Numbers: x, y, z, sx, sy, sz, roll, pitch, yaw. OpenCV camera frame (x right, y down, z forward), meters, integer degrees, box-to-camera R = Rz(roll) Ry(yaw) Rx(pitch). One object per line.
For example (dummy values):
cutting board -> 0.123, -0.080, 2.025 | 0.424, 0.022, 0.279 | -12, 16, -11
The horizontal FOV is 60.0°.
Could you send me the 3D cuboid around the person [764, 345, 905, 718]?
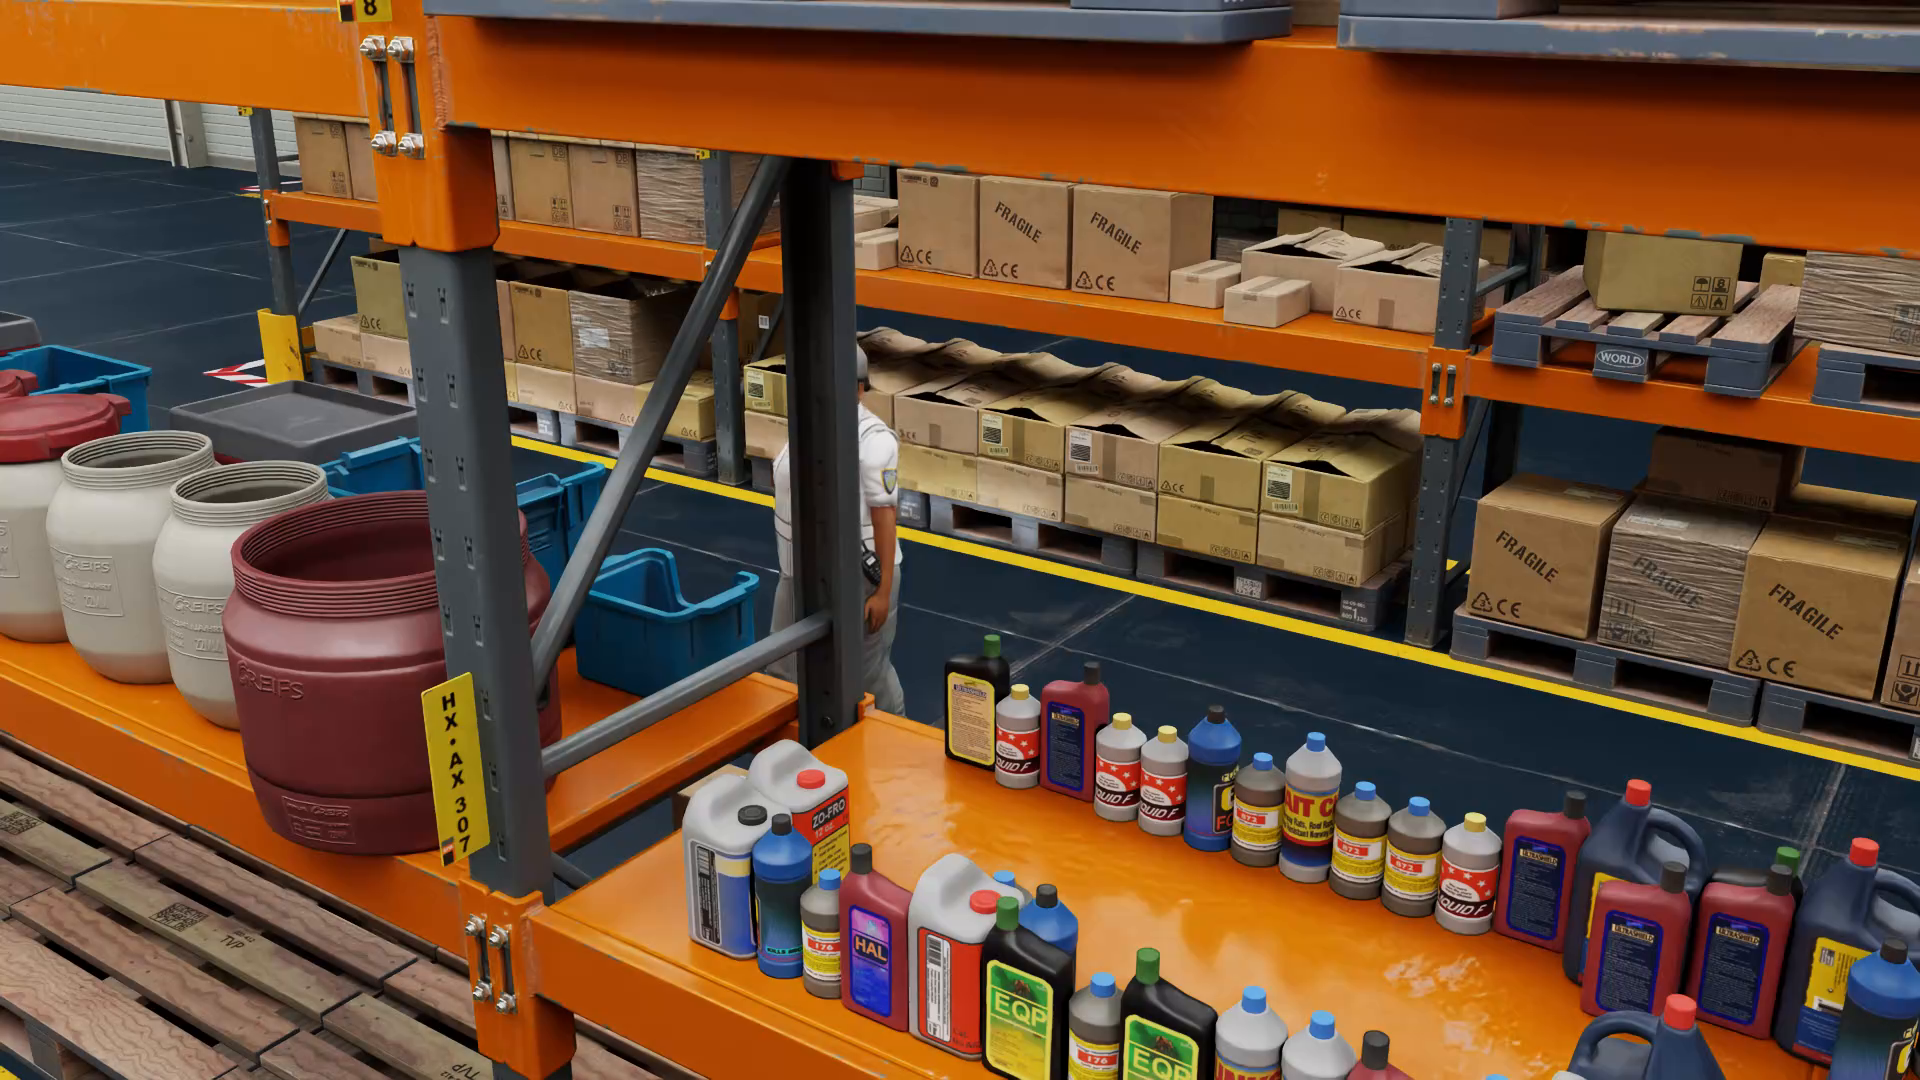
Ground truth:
person -> -0.492, 0.145, 5.667 | 0.487, 1.647, 0.702 | 18, 27, 40
